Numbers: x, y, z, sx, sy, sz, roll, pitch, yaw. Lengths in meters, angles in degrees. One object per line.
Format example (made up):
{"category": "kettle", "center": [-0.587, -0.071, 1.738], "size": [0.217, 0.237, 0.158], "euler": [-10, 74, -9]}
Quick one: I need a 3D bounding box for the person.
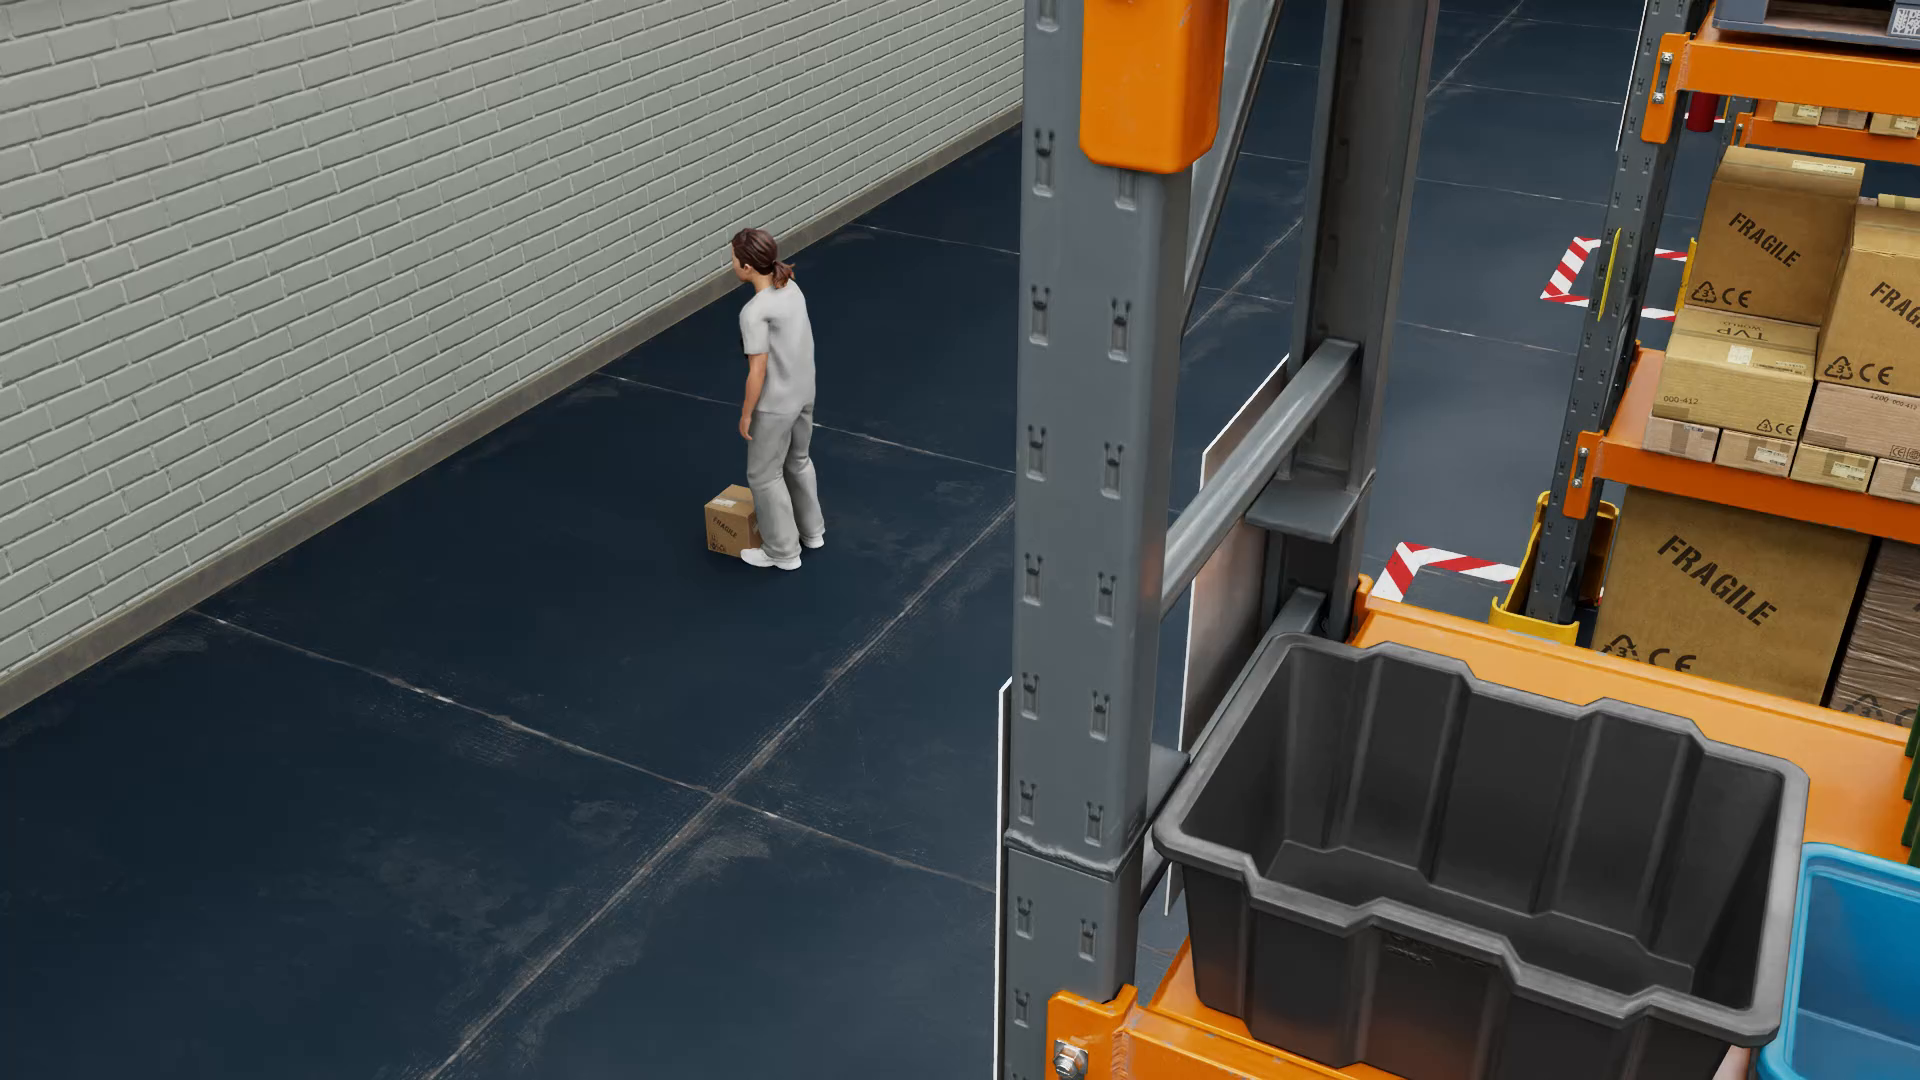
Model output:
{"category": "person", "center": [-0.858, -0.649, 7.748], "size": [0.356, 1.673, 0.508], "euler": [13, 33, 21]}
